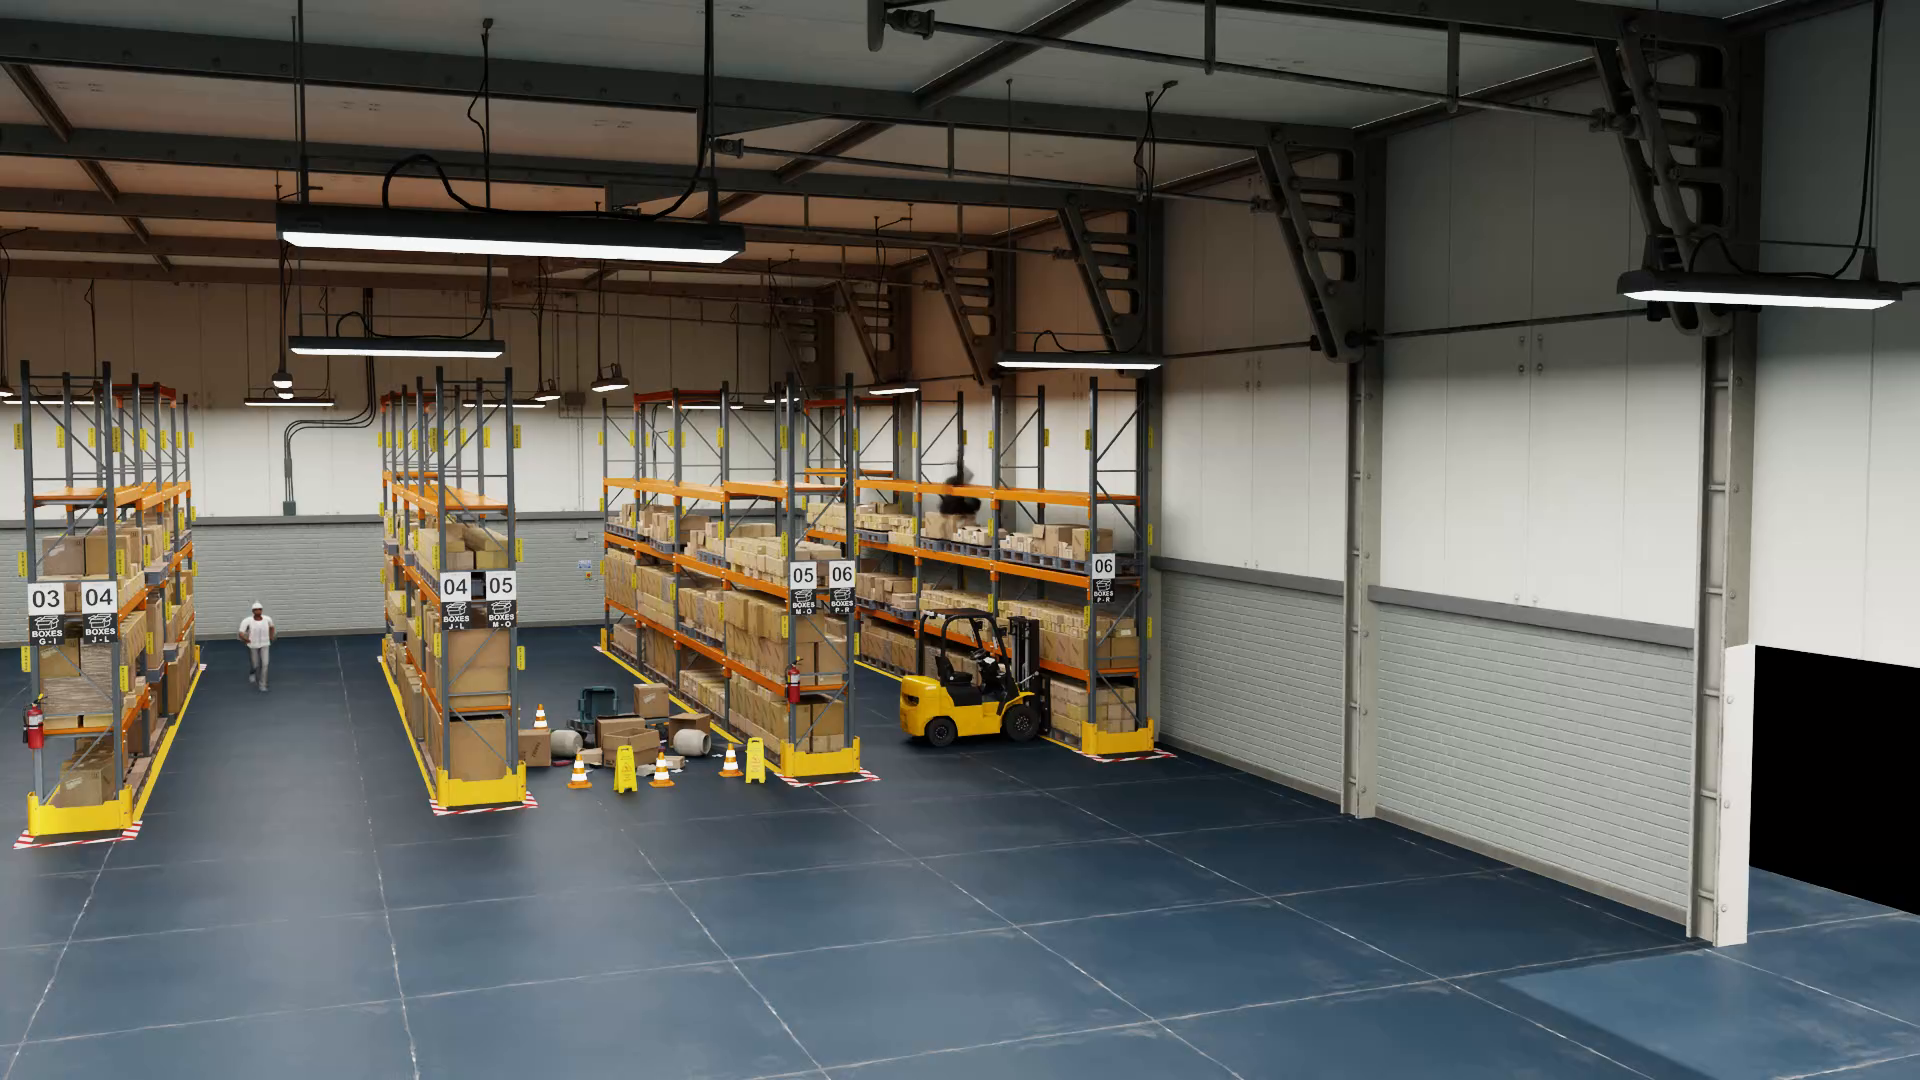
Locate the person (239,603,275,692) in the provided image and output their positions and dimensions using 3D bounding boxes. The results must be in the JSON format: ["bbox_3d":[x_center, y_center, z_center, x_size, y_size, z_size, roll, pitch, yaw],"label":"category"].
[{"bbox_3d":[-14.041,2.131,33.262,0.703,1.759,0.899,-2,4,-34],"label":"person"}]
